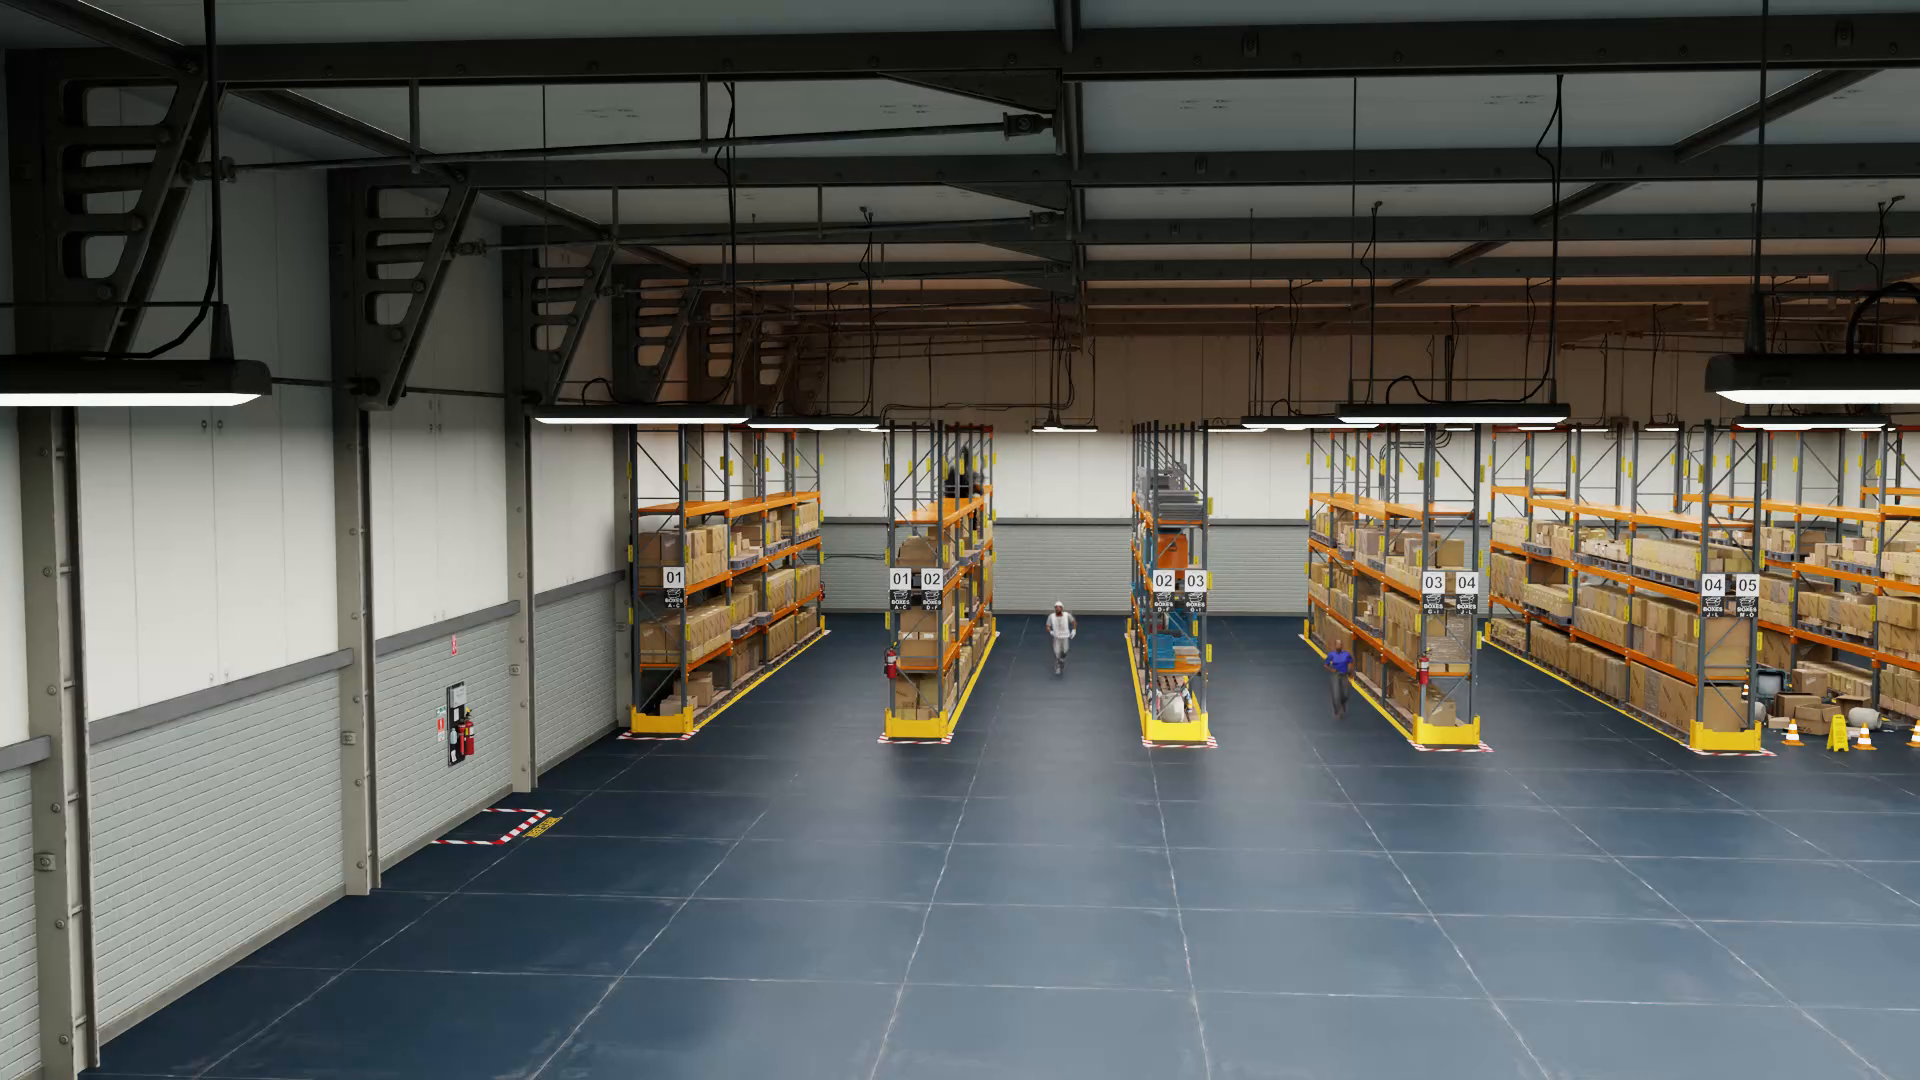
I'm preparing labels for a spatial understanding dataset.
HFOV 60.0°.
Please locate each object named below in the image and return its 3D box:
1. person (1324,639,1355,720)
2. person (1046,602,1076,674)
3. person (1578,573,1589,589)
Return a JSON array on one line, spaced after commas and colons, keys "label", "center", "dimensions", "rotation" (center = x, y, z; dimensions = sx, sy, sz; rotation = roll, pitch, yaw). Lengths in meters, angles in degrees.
[{"label": "person", "center": [7.593, 2.808, 33.320], "dimensions": [0.591, 1.612, 0.537], "rotation": [0, 4, 5]}, {"label": "person", "center": [2.408, 2.344, 39.723], "dimensions": [0.716, 1.734, 0.651], "rotation": [0, 4, 5]}, {"label": "person", "center": [17.777, 1.839, 47.389], "dimensions": [0.975, 1.793, 0.662], "rotation": [0, 4, 6]}]
